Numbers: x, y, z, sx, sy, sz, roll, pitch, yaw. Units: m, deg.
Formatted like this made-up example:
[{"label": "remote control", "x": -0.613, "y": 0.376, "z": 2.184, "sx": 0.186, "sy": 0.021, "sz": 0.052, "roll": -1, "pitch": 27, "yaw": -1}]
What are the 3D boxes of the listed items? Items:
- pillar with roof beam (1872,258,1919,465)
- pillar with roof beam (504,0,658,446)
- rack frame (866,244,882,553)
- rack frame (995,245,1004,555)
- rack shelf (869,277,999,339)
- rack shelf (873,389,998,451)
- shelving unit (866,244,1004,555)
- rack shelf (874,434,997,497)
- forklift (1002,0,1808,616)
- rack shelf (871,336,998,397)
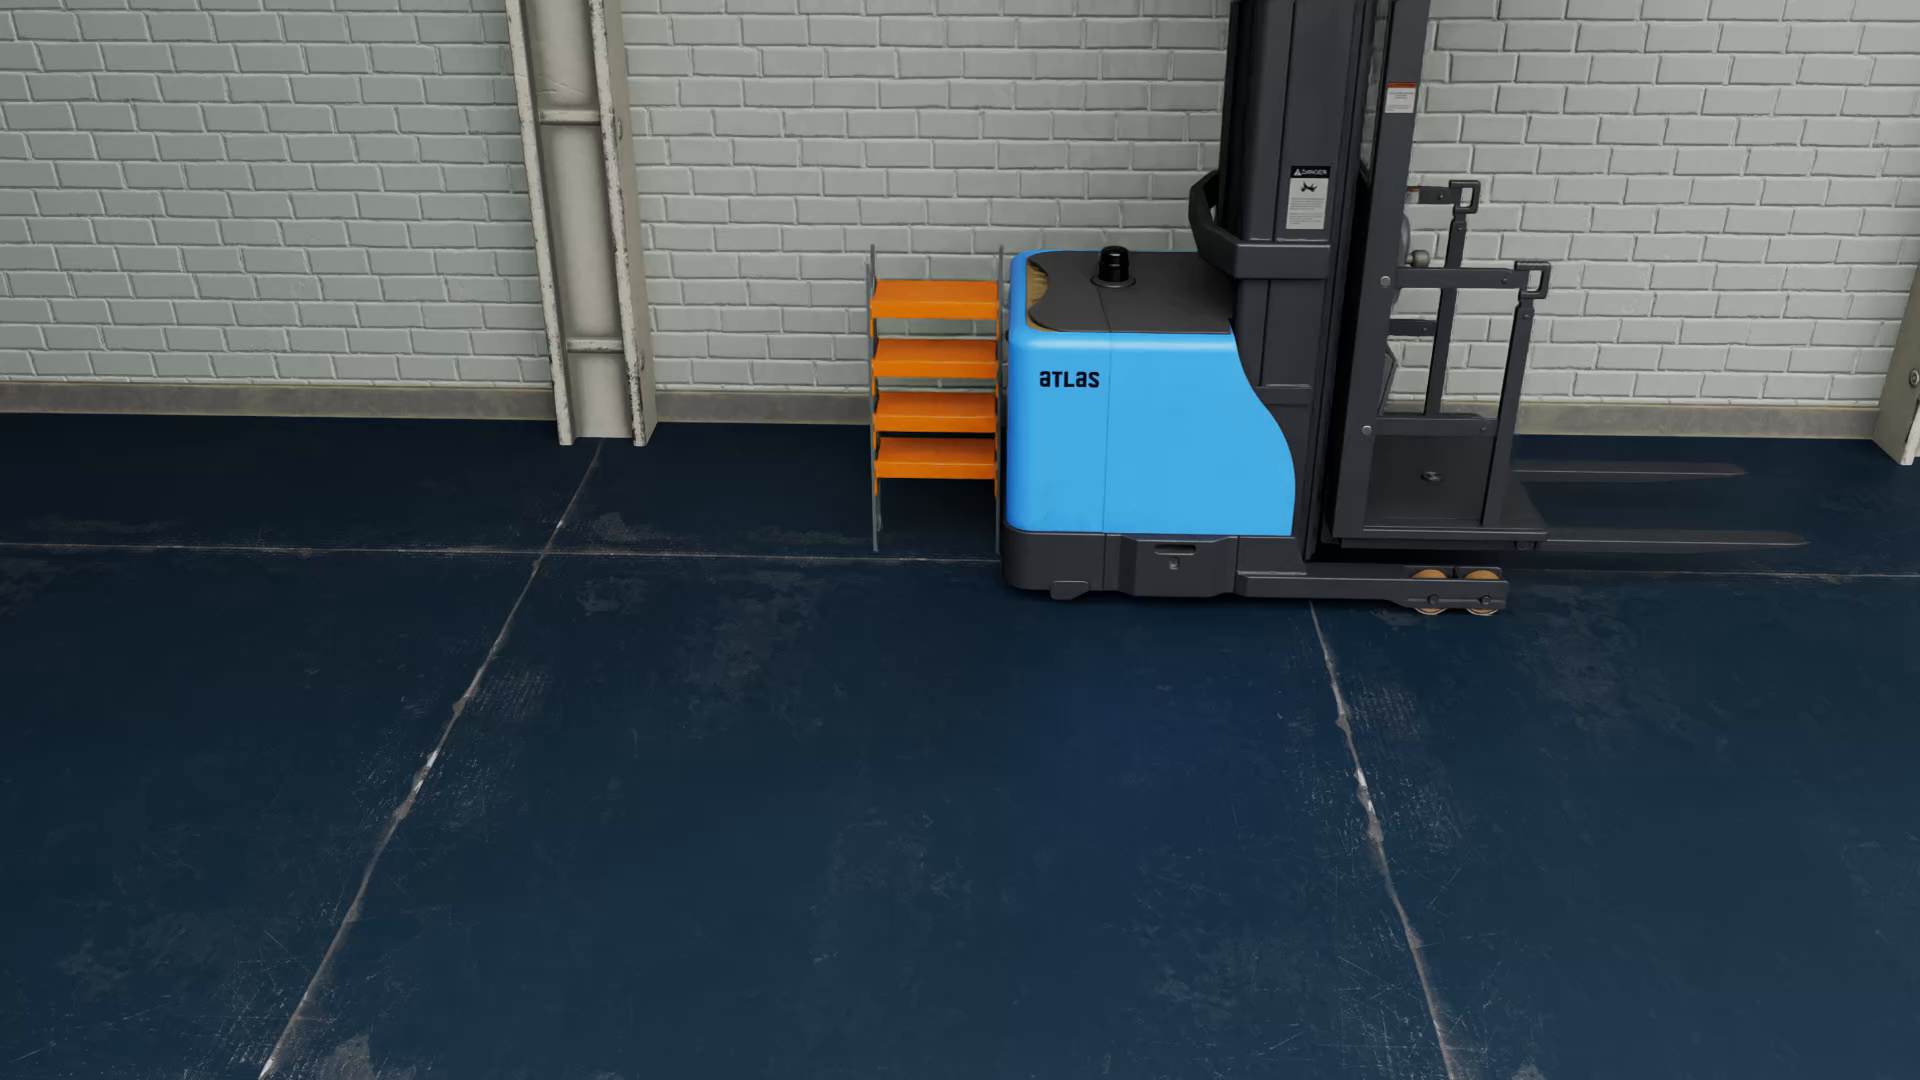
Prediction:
[{"label": "pillar with roof beam", "x": 4.223, "y": -2.364, "z": 1.601, "sx": 0.400, "sy": 9.000, "sz": 9.100, "roll": 1, "pitch": 28, "yaw": 2}, {"label": "pillar with roof beam", "x": -1.773, "y": -2.463, "z": 1.789, "sx": 0.400, "sy": 9.000, "sz": 9.100, "roll": 1, "pitch": 28, "yaw": 2}, {"label": "rack frame", "x": -0.335, "y": -0.536, "z": 6.480, "sx": 0.015, "sy": 1.200, "sz": 0.240, "roll": 1, "pitch": 28, "yaw": 2}, {"label": "rack frame", "x": 0.153, "y": -0.528, "z": 6.464, "sx": 0.015, "sy": 1.200, "sz": 0.240, "roll": 1, "pitch": 28, "yaw": 2}, {"label": "rack shelf", "x": -0.091, "y": -0.879, "z": 6.288, "sx": 0.480, "sy": 0.148, "sz": 0.258, "roll": 1, "pitch": 28, "yaw": 2}, {"label": "rack shelf", "x": -0.091, "y": -0.472, "z": 6.503, "sx": 0.480, "sy": 0.148, "sz": 0.258, "roll": 1, "pitch": 28, "yaw": 2}, {"label": "shelving unit", "x": -0.091, "y": -0.532, "z": 6.472, "sx": 0.503, "sy": 1.200, "sz": 0.258, "roll": 1, "pitch": 28, "yaw": 2}, {"label": "rack shelf", "x": -0.091, "y": -0.297, "z": 6.596, "sx": 0.480, "sy": 0.148, "sz": 0.258, "roll": 1, "pitch": 28, "yaw": 2}, {"label": "forklift", "x": 1.688, "y": -1.267, "z": 6.010, "sx": 3.031, "sy": 2.935, "sz": 1.130, "roll": 1, "pitch": 28, "yaw": 2}, {"label": "rack shelf", "x": -0.091, "y": -0.670, "z": 6.399, "sx": 0.480, "sy": 0.148, "sz": 0.258, "roll": 1, "pitch": 28, "yaw": 2}]
